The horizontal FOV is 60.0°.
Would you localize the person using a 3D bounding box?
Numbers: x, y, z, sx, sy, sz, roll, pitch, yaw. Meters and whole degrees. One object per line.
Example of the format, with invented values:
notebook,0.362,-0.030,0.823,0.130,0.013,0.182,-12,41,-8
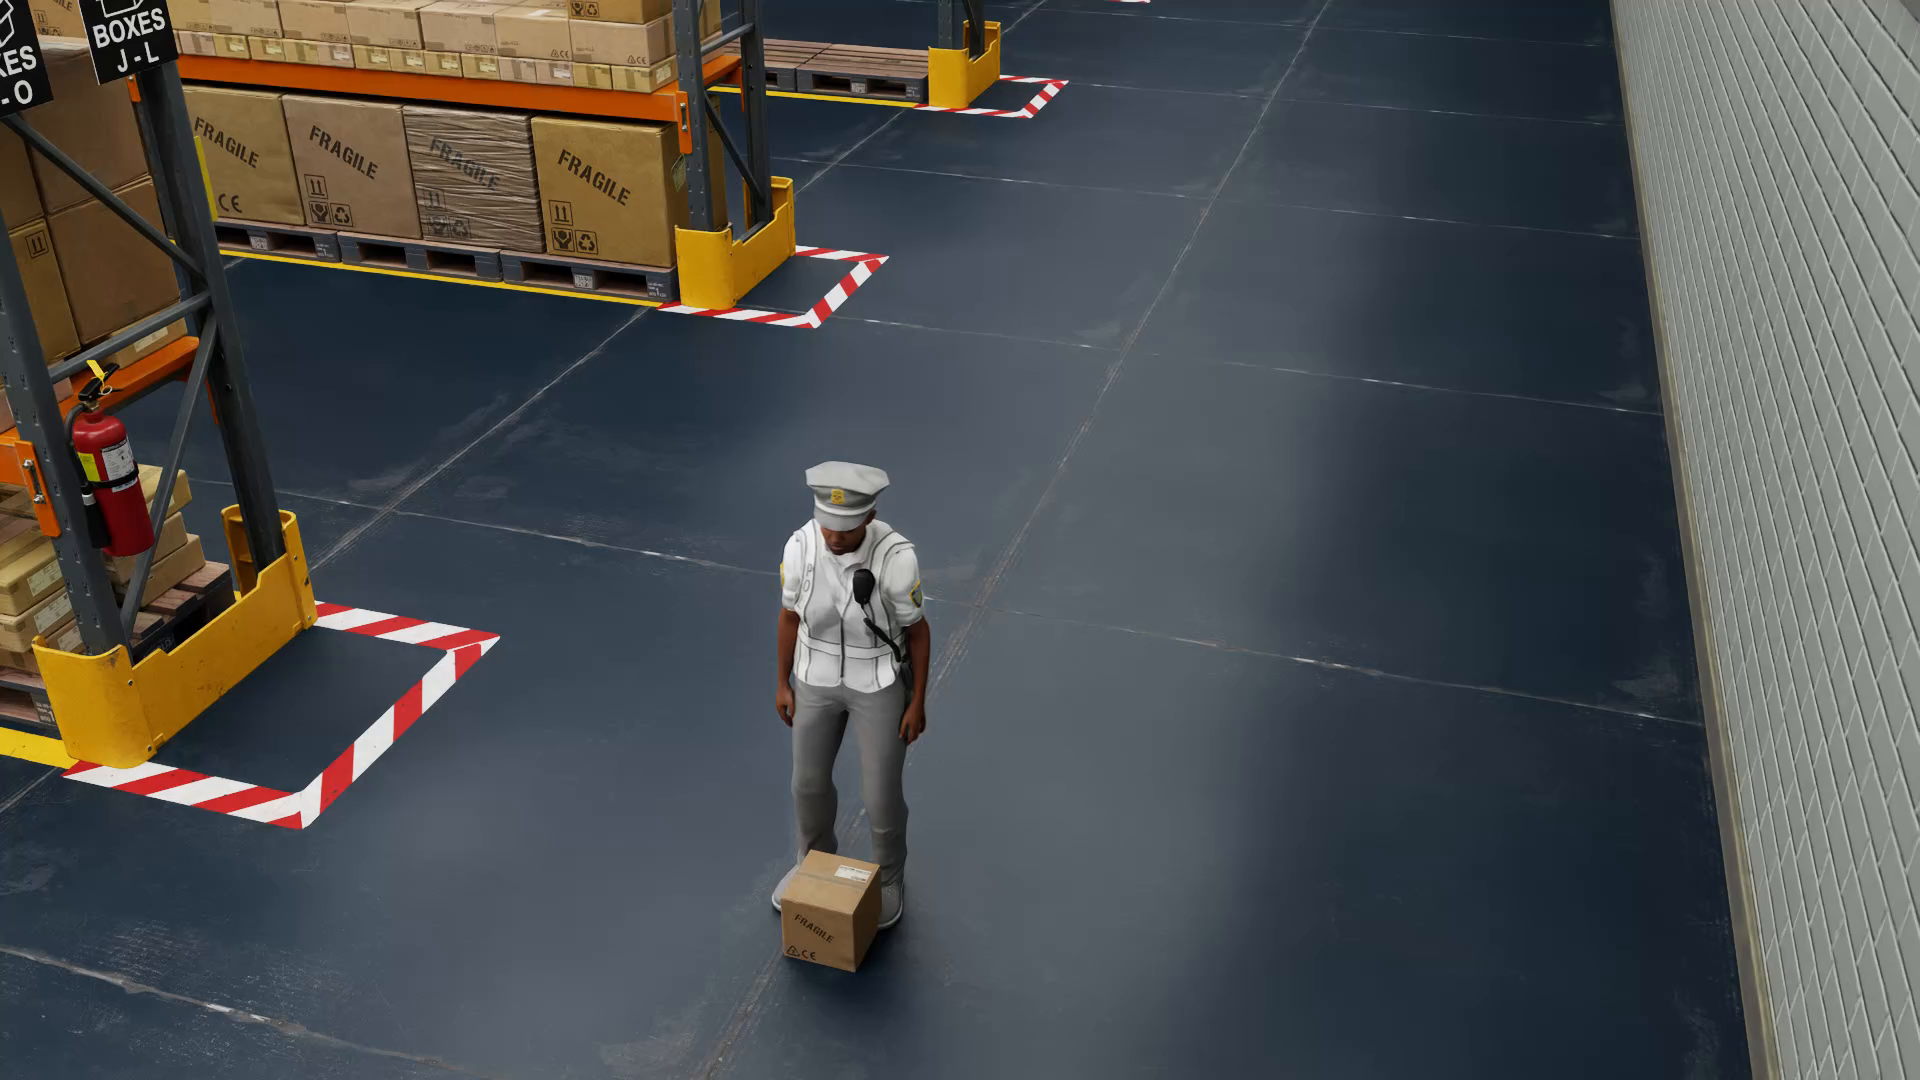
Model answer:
person,-0.356,0.481,5.274,0.526,1.658,0.396,7,30,12
